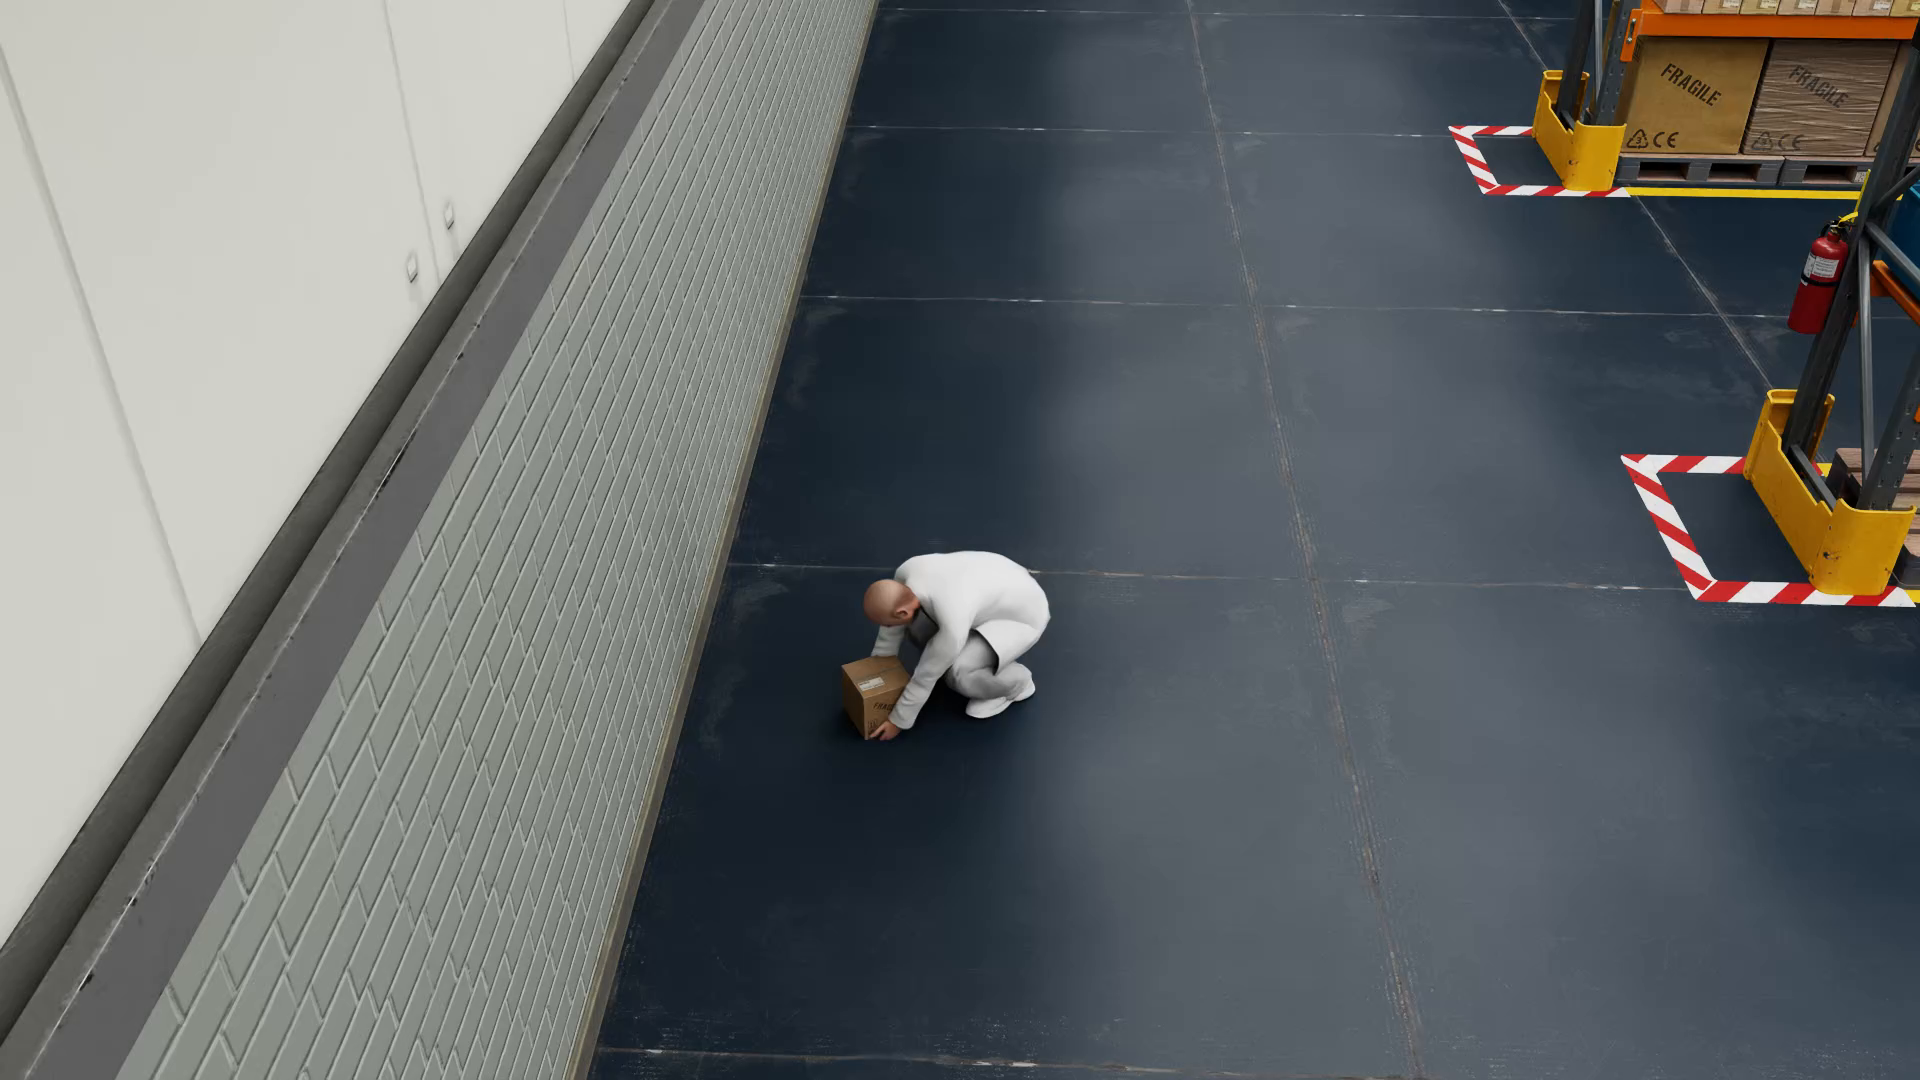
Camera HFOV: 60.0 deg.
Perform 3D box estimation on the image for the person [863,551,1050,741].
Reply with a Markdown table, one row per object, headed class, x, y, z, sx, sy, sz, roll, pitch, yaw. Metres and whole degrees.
| class | x | y | z | sx | sy | sz | roll | pitch | yaw |
| --- | --- | --- | --- | --- | --- | --- | --- | --- | --- |
| person | -0.036 | 0.433 | 7.449 | 0.932 | 0.889 | 0.582 | -16 | 38 | -22 |
